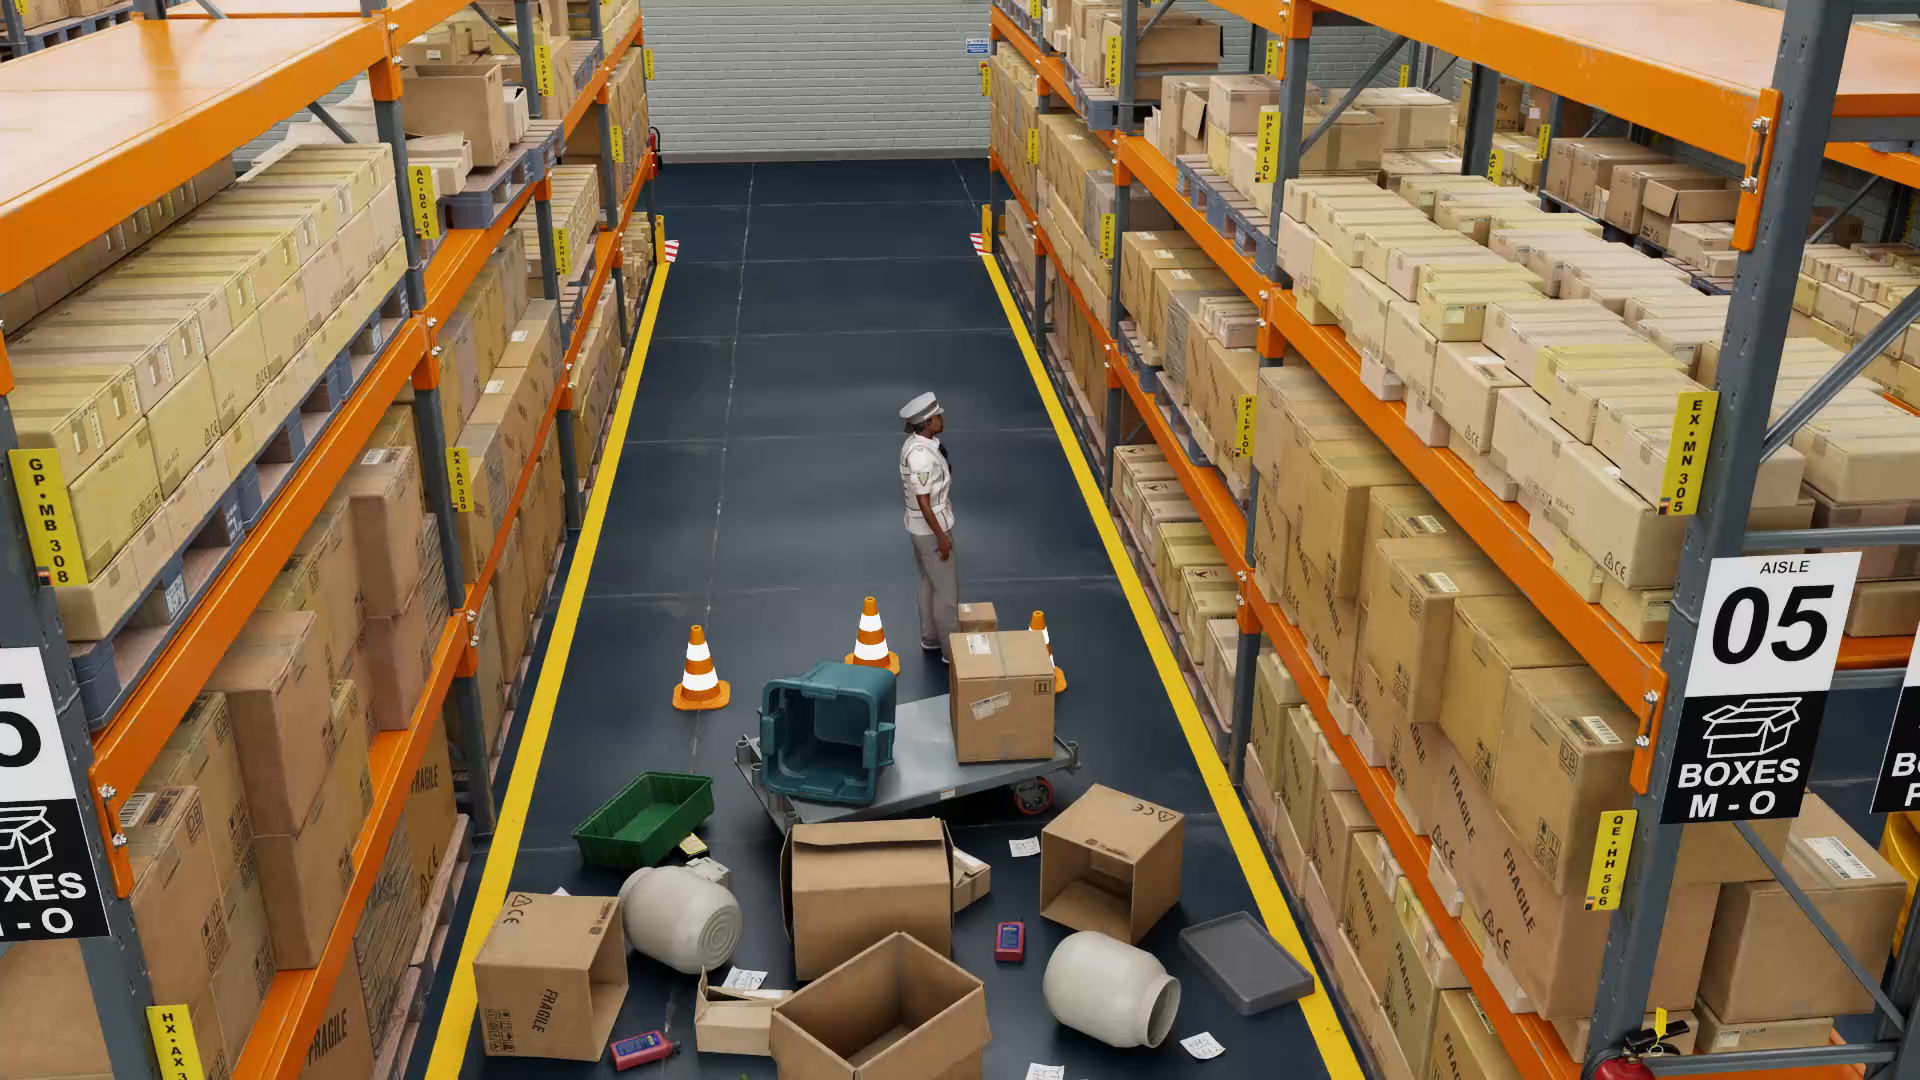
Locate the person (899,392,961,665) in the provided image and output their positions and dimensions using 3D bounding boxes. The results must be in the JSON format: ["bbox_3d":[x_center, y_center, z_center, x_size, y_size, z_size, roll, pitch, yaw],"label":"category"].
[{"bbox_3d":[-0.102,-0.078,10.217,0.528,1.694,0.570,-2,24,-5],"label":"person"}]
